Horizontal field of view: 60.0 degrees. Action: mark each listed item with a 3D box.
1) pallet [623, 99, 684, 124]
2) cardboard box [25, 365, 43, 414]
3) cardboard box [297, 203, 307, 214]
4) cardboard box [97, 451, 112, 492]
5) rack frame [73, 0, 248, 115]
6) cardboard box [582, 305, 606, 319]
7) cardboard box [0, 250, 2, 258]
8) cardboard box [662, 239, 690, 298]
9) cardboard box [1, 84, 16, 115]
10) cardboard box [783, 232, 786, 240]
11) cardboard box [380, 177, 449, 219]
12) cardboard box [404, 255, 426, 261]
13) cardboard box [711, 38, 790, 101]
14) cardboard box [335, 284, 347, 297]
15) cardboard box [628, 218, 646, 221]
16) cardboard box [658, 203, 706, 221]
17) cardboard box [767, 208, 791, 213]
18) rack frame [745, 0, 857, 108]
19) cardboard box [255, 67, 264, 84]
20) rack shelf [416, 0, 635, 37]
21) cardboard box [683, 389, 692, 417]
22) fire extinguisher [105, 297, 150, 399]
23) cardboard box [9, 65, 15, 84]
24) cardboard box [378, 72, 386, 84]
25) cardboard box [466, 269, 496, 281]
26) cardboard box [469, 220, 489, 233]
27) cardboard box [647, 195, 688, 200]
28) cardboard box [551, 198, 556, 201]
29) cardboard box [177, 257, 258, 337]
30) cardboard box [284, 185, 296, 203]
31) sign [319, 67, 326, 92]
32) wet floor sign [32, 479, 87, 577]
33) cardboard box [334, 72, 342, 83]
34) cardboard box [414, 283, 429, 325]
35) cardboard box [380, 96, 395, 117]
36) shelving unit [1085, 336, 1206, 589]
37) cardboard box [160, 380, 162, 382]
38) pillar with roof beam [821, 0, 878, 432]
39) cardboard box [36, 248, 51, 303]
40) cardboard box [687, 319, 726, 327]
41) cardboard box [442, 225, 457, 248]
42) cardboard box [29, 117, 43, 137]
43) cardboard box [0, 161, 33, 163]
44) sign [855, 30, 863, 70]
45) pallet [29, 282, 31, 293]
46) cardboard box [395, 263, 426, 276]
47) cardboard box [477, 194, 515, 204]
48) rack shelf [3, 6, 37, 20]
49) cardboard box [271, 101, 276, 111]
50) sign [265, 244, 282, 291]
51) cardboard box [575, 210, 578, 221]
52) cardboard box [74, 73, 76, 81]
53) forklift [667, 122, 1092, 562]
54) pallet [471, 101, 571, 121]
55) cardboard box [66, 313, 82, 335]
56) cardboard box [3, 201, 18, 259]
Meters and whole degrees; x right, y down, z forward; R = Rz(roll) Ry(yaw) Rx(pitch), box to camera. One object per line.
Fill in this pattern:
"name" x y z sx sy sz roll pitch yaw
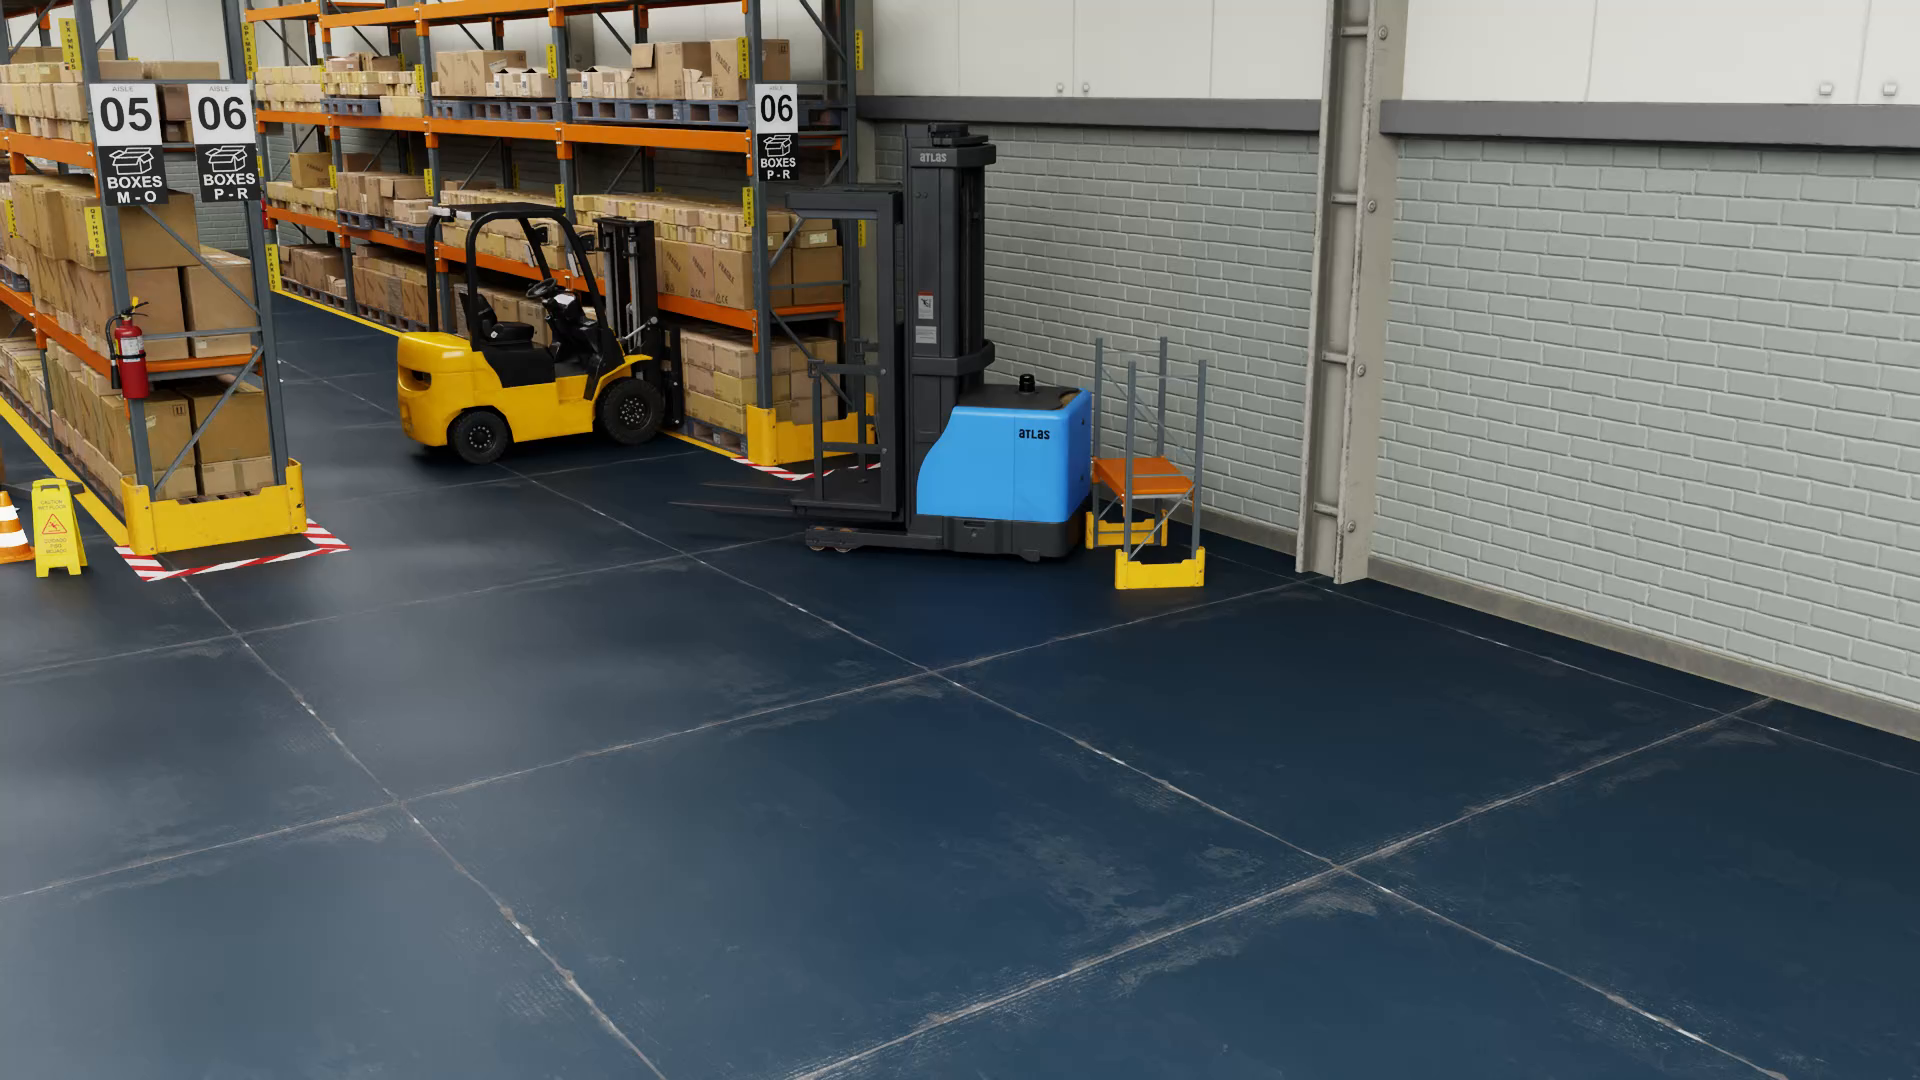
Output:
"pallet" -2.446 -4.032 15.610 1.003 0.211 1.213 -11 19 -35
"cardboard box" -8.431 -1.494 16.036 0.950 0.372 0.625 -10 18 -31
"cardboard box" -9.878 -5.059 25.352 0.380 0.149 0.250 -10 18 -33
"cardboard box" -6.334 -0.560 12.852 0.500 0.250 0.500 -11 19 -34
"rack frame" -5.343 -4.334 10.866 1.000 3.000 0.127 -11 19 -35
"cardboard box" -3.651 -2.273 17.216 0.500 0.250 0.500 -11 19 -35
"cardboard box" -9.598 -2.939 16.812 0.380 0.149 0.250 -11 19 -34
"cardboard box" -2.431 -2.546 15.507 0.500 0.500 0.500 -11 19 -36
"cardboard box" -7.657 -3.676 13.864 0.500 0.250 0.500 -11 19 -36
"cardboard box" -1.516 -2.728 14.945 0.380 0.149 0.250 -11 19 -35
"cardboard box" -7.143 -4.492 21.816 0.797 0.503 0.637 -11 19 -36
"cardboard box" -7.627 -3.944 23.516 0.380 0.149 0.250 -11 19 -34
"cardboard box" -1.787 -4.014 14.205 0.500 0.500 0.500 -10 18 -33
"cardboard box" -8.951 -3.675 24.427 0.380 0.149 0.250 -12 19 -36
"cardboard box" -2.978 -3.040 16.084 0.380 0.149 0.250 -12 19 -36
"cardboard box" -2.618 -3.087 15.691 0.380 0.149 0.250 -11 19 -34
"cardboard box" -1.648 -2.937 15.142 0.380 0.149 0.250 -10 18 -33
"rack frame" -1.330 -5.105 13.683 1.000 3.000 0.127 -11 19 -35
"cardboard box" -10.680 -7.254 25.988 0.500 0.250 0.500 -11 19 -35
"rack shelf" -4.858 -5.847 18.512 1.077 0.370 4.000 -11 19 -35
"cardboard box" -2.433 -1.355 15.759 0.500 0.250 0.500 -11 19 -34
"fire extinguisher" -5.648 -1.307 11.317 0.296 0.674 0.183 -11 19 -35
"cardboard box" -7.597 -3.836 13.693 0.380 0.149 0.250 -10 18 -33
"cardboard box" -7.238 -5.935 21.361 0.380 0.149 0.250 -11 19 -34
"cardboard box" -6.223 -3.451 21.712 0.380 0.149 0.250 -10 18 -33
"cardboard box" -5.384 -3.735 19.376 0.500 0.250 0.500 -11 19 -36
"cardboard box" -2.969 -3.435 16.962 0.380 0.149 0.250 -11 19 -35
"cardboard box" -4.422 -3.816 18.918 0.380 0.149 0.250 -11 19 -35
"cardboard box" -5.397 -1.777 12.132 0.500 0.500 0.500 -11 19 -35
"cardboard box" -10.091 -5.346 25.645 0.500 0.250 0.500 -11 19 -36
"sign" -8.820 -6.385 23.060 0.100 0.325 0.005 -11 19 -35
"wet floor sign" -6.097 -0.098 11.213 0.267 0.644 0.232 -4 16 -15
"cardboard box" -8.236 -6.256 22.495 0.380 0.149 0.250 -11 19 -36
"cardboard box" -6.742 -3.082 21.596 0.500 0.500 0.500 -11 19 -35
"cardboard box" -7.122 -5.581 21.385 0.500 0.250 0.500 -11 19 -35
"shelving unit" 1.252 -0.551 11.248 0.587 1.500 1.083 -2 15 -7
"cardboard box" -6.207 -1.118 13.472 0.500 0.500 0.500 -10 18 -33
"pillar with roof beam" -4.493 -4.726 12.296 9.100 9.000 0.400 -11 19 -35
"cardboard box" -7.348 -2.246 13.846 0.500 0.500 0.500 -11 19 -35
"cardboard box" -2.337 -2.028 16.321 0.500 0.250 0.500 -11 19 -36
"cardboard box" -5.971 -3.715 20.252 0.500 0.250 0.500 -11 19 -34
"cardboard box" -7.023 -3.227 12.978 0.380 0.149 0.250 -11 19 -36
"cardboard box" -11.340 -4.256 19.862 0.500 0.500 0.500 -10 18 -33
"sign" -0.878 -4.203 14.264 0.100 0.325 0.005 -11 19 -35
"pallet" -8.026 -2.388 15.482 1.003 0.211 1.213 -11 19 -35
"cardboard box" -7.389 -3.644 22.419 0.380 0.149 0.250 -11 19 -34
"cardboard box" -5.419 -3.957 19.433 0.380 0.149 0.250 -11 19 -34
"rack shelf" -11.223 -5.930 18.815 1.077 0.370 4.000 -11 19 -35
"cardboard box" -10.363 -6.671 25.563 0.380 0.149 0.250 -10 18 -33
"sign" -4.904 -1.942 11.851 0.100 0.325 0.005 -11 19 -35
"cardboard box" -4.062 -3.466 17.638 0.380 0.149 0.250 -10 18 -33
"cardboard box" -5.901 -3.238 11.509 0.380 0.149 0.250 -10 18 -34
"forklift" -0.610 -1.456 11.844 3.031 2.935 1.130 4 16 14
"pallet" -4.903 -4.906 18.996 1.003 0.211 1.213 -10 18 -32
"cardboard box" -6.854 -1.732 13.200 0.380 0.149 0.250 -11 19 -35
"cardboard box" -8.445 -2.858 15.287 0.500 0.500 0.500 -11 19 -34
